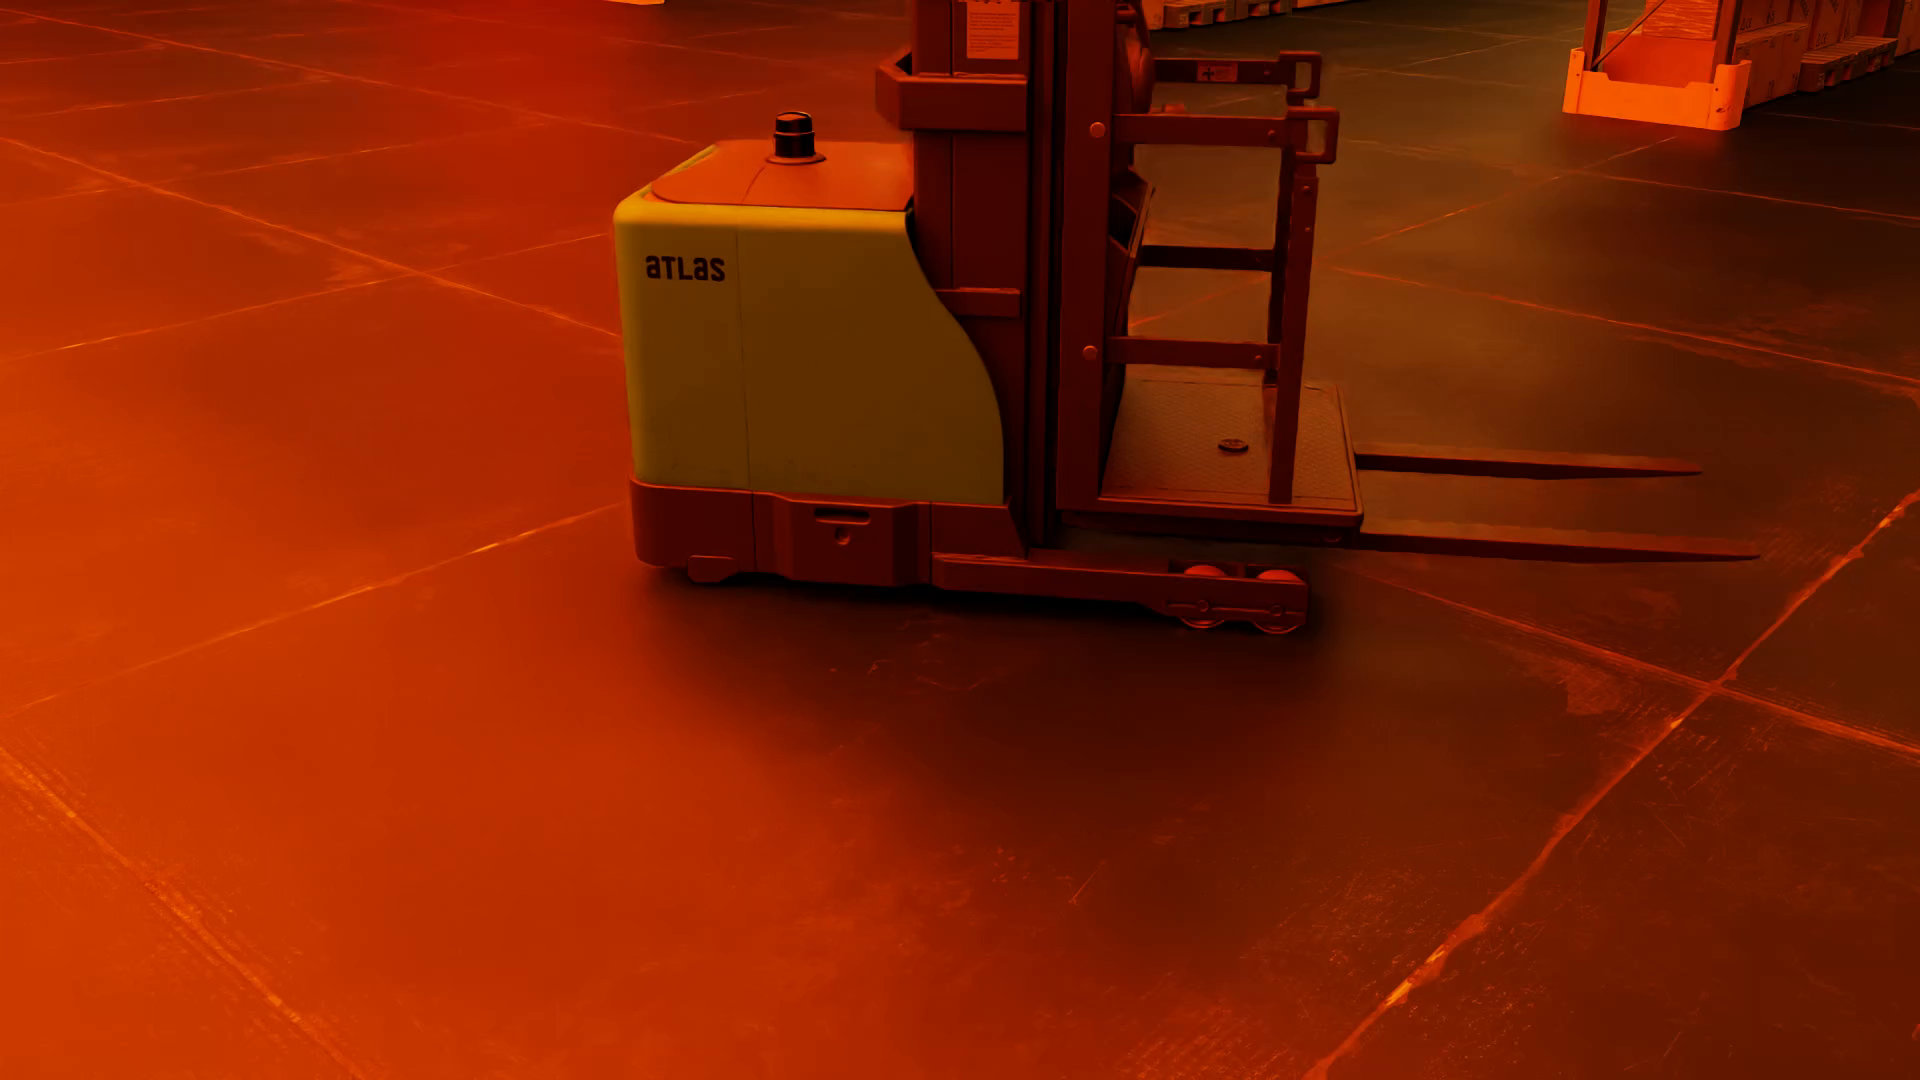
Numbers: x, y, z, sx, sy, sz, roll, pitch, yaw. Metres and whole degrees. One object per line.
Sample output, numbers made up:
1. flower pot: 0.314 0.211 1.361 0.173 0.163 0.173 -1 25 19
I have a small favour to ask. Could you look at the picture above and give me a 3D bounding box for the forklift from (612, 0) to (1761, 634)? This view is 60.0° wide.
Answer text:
1. forklift: 0.641 -1.323 4.344 3.031 2.935 1.130 4 24 8
